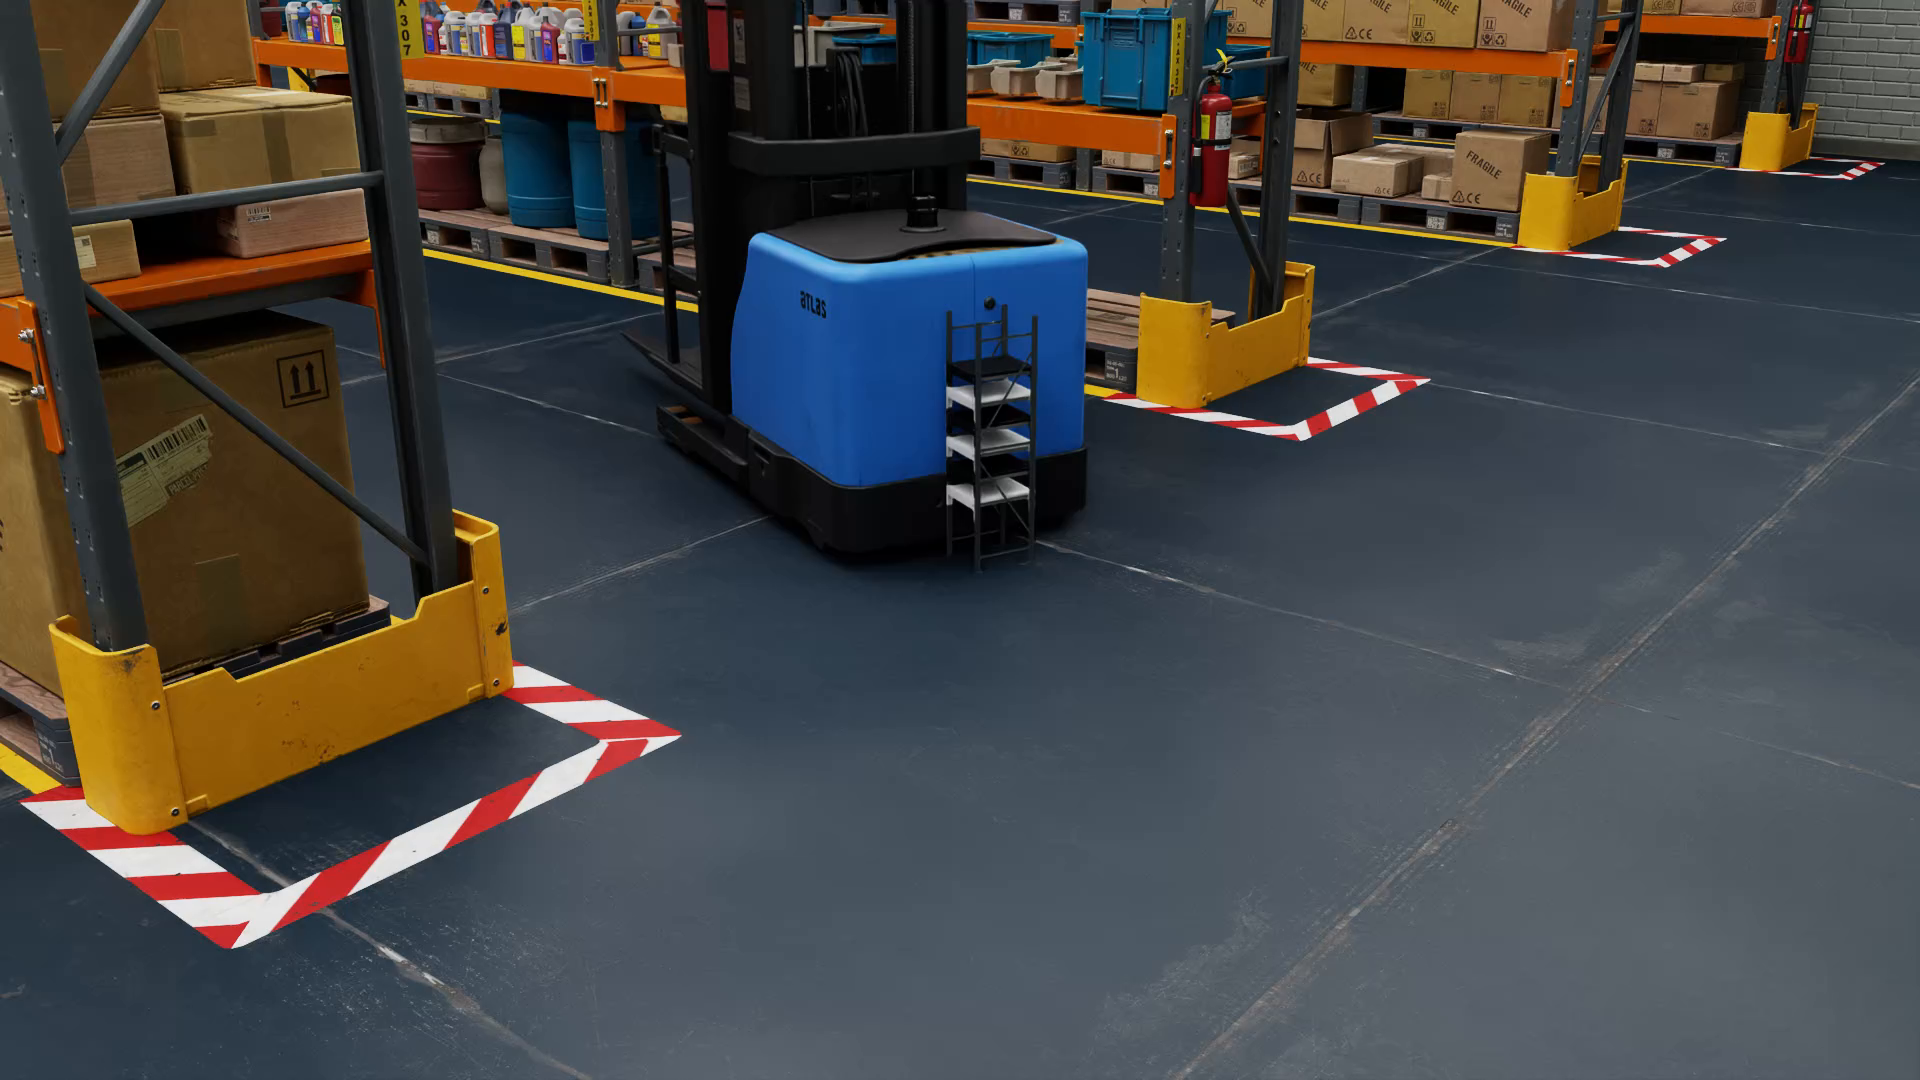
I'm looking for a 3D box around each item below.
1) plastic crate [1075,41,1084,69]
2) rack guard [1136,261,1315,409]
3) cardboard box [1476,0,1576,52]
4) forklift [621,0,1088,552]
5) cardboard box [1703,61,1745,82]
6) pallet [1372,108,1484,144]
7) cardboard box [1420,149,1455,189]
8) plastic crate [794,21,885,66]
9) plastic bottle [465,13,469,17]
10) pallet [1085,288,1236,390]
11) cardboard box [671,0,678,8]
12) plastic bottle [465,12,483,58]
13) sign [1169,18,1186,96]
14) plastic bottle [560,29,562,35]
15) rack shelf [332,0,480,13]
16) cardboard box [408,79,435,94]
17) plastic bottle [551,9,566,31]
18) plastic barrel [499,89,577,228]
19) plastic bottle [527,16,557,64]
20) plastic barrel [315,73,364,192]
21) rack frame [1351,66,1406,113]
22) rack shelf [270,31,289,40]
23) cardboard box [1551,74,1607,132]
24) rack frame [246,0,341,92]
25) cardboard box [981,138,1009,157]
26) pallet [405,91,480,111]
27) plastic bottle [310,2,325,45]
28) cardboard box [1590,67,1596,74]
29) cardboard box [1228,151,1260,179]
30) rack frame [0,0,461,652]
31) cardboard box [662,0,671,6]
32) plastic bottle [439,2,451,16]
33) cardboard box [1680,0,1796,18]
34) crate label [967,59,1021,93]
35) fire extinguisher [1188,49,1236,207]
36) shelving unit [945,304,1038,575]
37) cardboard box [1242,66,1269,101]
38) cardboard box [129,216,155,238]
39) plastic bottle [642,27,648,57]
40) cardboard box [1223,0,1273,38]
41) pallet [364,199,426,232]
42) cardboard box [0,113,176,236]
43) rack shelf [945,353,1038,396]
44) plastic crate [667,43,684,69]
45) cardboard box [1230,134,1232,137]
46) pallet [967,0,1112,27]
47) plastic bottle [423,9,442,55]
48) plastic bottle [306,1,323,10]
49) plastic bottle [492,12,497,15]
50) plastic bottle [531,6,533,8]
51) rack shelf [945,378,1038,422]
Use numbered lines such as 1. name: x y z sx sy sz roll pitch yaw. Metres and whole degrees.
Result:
1. plastic crate: 0.802 -2.448 8.560 0.300 0.233 0.416 16 26 36
2. rack guard: 1.322 -1.035 8.203 0.348 0.500 1.175 16 26 36
3. cardboard box: 3.911 -3.632 11.405 0.500 0.500 0.500 17 27 38
4. forklift: -0.674 -1.803 6.796 1.130 2.935 3.031 -11 23 -27
5. cardboard box: 7.177 -4.400 15.614 0.250 0.149 0.380 16 26 37
6. pallet: 5.000 -4.311 17.301 1.213 0.211 1.003 16 26 36
7. cardboard box: 3.800 -2.789 12.586 0.500 0.250 0.500 16 26 36
8. plastic crate: -0.738 -2.680 9.107 0.530 0.282 0.437 16 26 36
9. plastic bottle: -3.535 -3.690 11.984 0.097 0.201 0.097 0 21 0
10. pallet: 0.680 -1.096 8.775 1.213 0.211 1.003 16 26 36
11. cardboard box: -2.640 -5.352 16.465 0.250 0.149 0.380 16 26 36
12. plastic bottle: -3.092 -3.264 10.748 0.135 0.276 0.152 16 26 36
13. sign: 0.959 -2.128 7.330 0.005 0.325 0.100 16 26 36
14. plastic bottle: -2.486 -3.070 10.339 0.097 0.201 0.097 0 21 0
15. rack shelf: -6.417 -6.346 19.765 4.000 0.370 1.077 16 26 36
16. cardboard box: -6.142 -5.412 19.570 0.500 0.250 0.500 16 26 36
17. plastic bottle: -2.735 -3.413 11.143 0.135 0.276 0.152 16 26 36
18. plastic barrel: -2.763 -2.597 11.183 0.708 0.901 0.600 16 26 36
19. plastic bottle: -2.597 -3.121 10.370 0.135 0.276 0.152 16 26 36
20. plastic barrel: -4.513 -3.067 12.532 0.708 0.830 0.600 16 26 36
21. rack frame: 4.460 -5.807 17.315 0.127 3.000 1.000 16 26 36
22. rack shelf: -6.453 -4.100 13.810 4.000 0.370 1.077 16 26 36
23. cardboard box: 6.176 -4.294 16.250 0.500 0.500 0.700 15 25 35
24. rack frame: -4.903 -3.991 12.500 0.127 3.000 1.000 16 26 36
25. cardboard box: 0.389 -3.632 14.468 0.500 0.500 0.500 16 26 36
26. pallet: -6.406 -5.393 20.169 1.213 0.211 1.003 16 26 36
27. plastic bottle: -4.546 -3.666 11.803 0.133 0.283 0.061 16 26 36
28. cardboard box: 6.193 -4.683 16.363 0.250 0.149 0.380 16 26 37
29. cardboard box: 2.196 -2.989 13.235 0.250 0.166 0.380 16 26 36
30. rack frame: -1.837 -0.852 4.177 0.127 3.000 1.000 16 26 36
31. cardboard box: -2.792 -5.496 16.846 0.250 0.149 0.380 19 27 40
32. plastic bottle: -3.762 -3.788 12.144 0.097 0.271 0.097 0 21 0
33. cardboard box: 7.157 -5.166 15.190 0.700 0.700 0.980 18 27 39
34. crate label: 0.102 -2.367 8.483 0.243 0.136 0.396 16 26 36
35. fire extinguisher: 1.124 -1.837 7.428 0.183 0.674 0.296 16 26 36
36. shelving unit: 0.109 -0.351 5.824 0.258 0.900 0.210 -11 23 -27
37. cardboard box: 3.184 -5.304 18.434 0.750 0.750 0.750 17 27 38
38. cardboard box: -2.302 -1.018 4.972 0.250 0.149 0.380 15 26 35
39. plastic bottle: -2.023 -3.254 10.829 0.097 0.201 0.097 0 21 0
40. cardboard box: 2.338 -4.085 12.607 0.500 0.500 0.500 16 26 36
41. pallet: -4.266 -2.522 12.556 1.213 0.211 1.003 16 26 36
42. cardboard box: -2.380 -0.957 4.245 0.500 0.250 0.500 16 26 35
43. rack shelf: 0.109 -0.573 5.740 0.258 0.077 0.200 -11 23 -27
44. plastic crate: -1.534 -2.860 9.791 0.243 0.136 0.396 16 26 36
45. cardboard box: 1.951 -3.438 13.954 0.500 0.500 0.500 16 26 36
46. pallet: 0.781 -4.570 14.308 1.213 0.211 1.003 16 26 36
47. plastic bottle: -3.480 -3.358 10.988 0.133 0.283 0.061 16 26 36
48. plastic bottle: -4.676 -3.790 12.142 0.135 0.276 0.152 16 26 36
49. plastic bottle: -3.027 -3.300 10.851 0.097 0.271 0.097 0 21 0
50. plastic bottle: -2.967 -3.559 11.537 0.097 0.271 0.097 0 21 0
51. rack shelf: 0.109 -0.488 5.772 0.258 0.077 0.200 -11 23 -27
